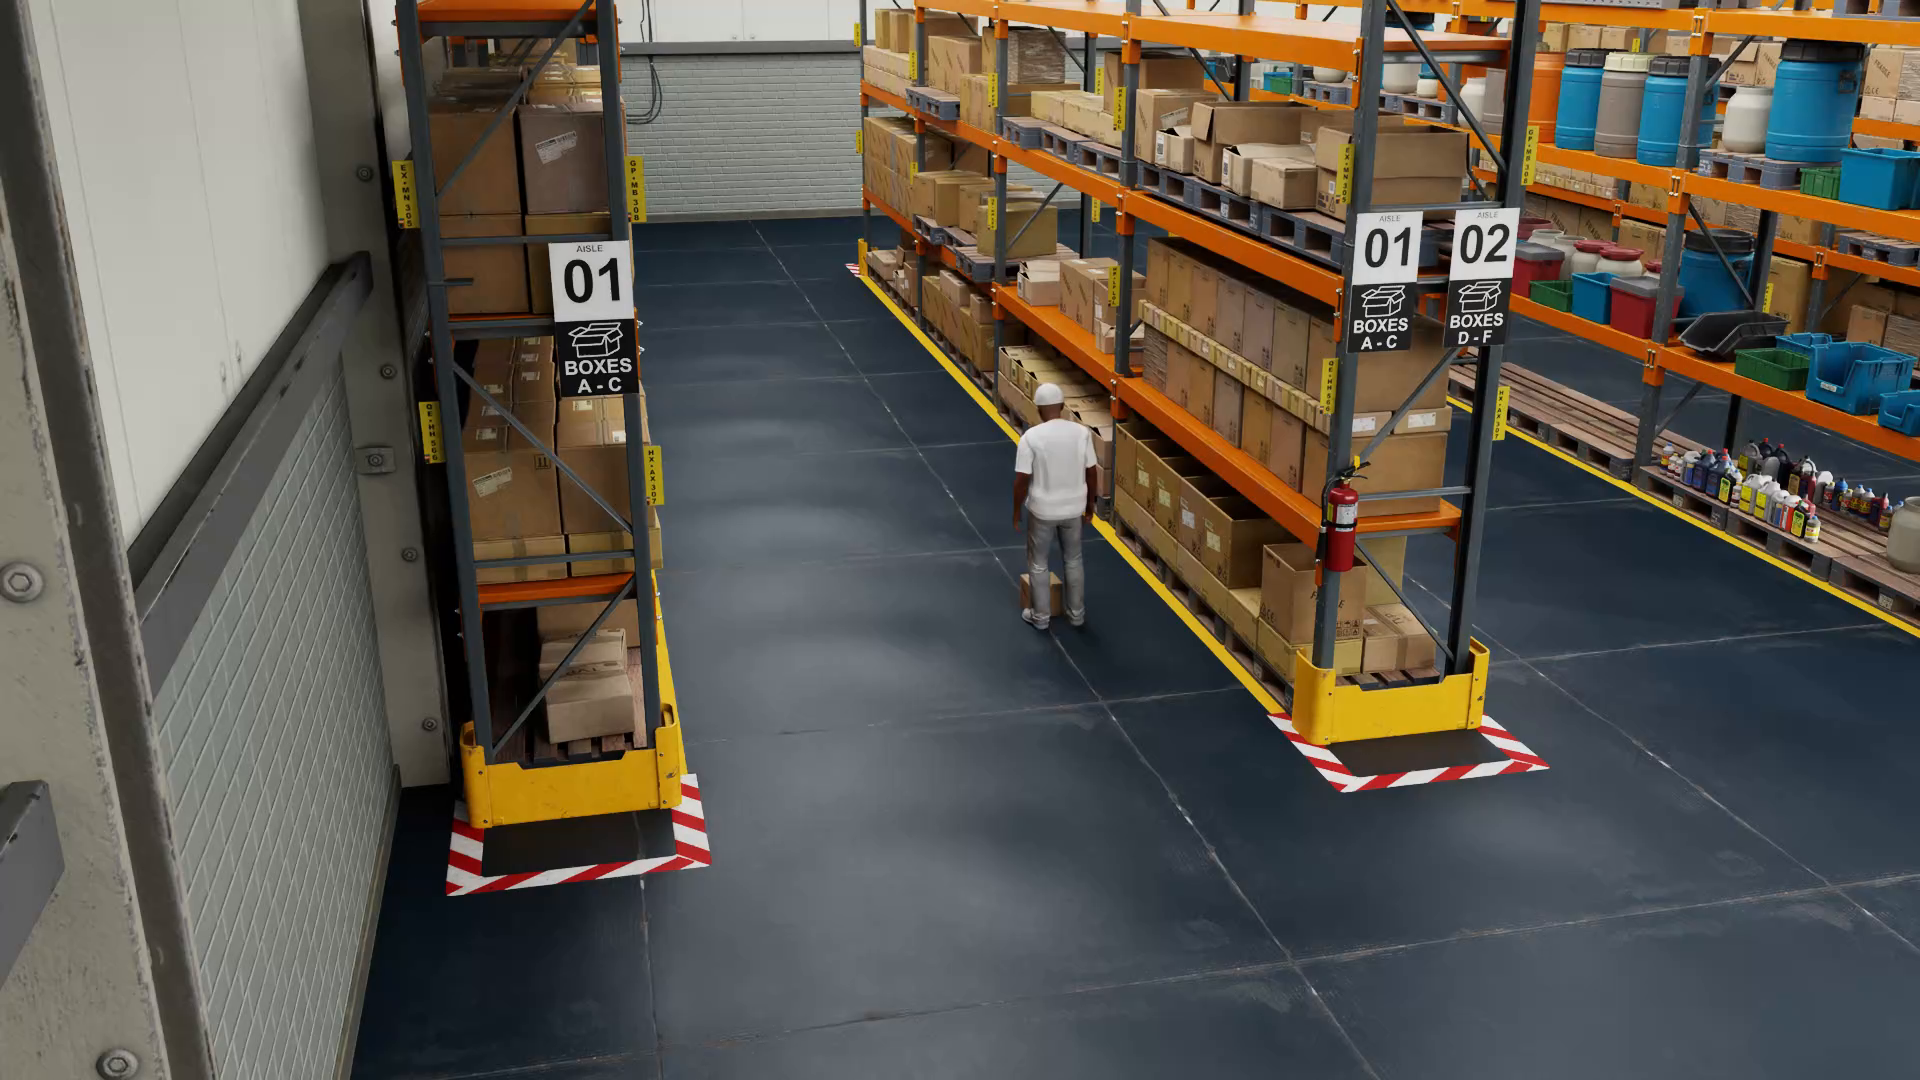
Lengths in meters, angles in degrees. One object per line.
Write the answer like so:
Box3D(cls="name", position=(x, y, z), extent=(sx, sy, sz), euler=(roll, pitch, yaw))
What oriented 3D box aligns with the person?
Box3D(cls="person", position=(0.658, -0.236, 11.711), extent=(0.624, 1.759, 0.463), euler=(-5, 20, -15))
